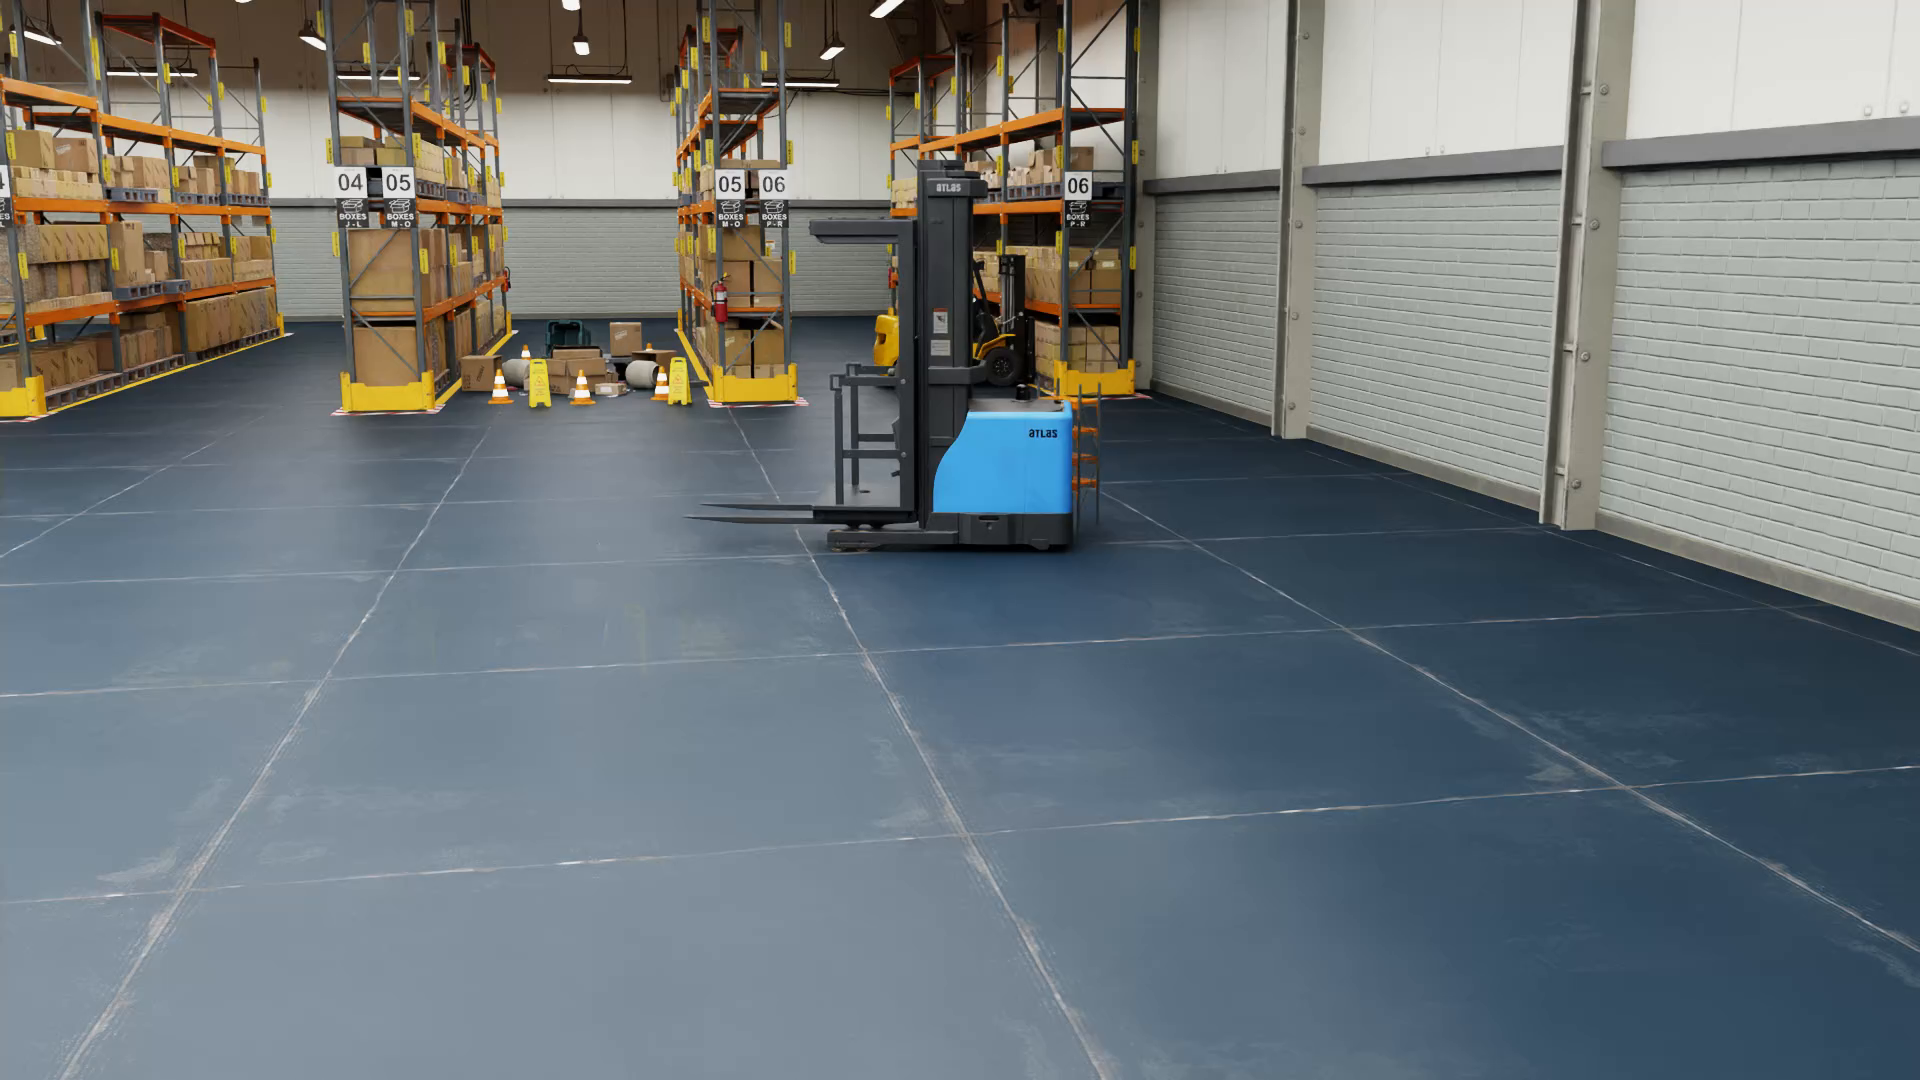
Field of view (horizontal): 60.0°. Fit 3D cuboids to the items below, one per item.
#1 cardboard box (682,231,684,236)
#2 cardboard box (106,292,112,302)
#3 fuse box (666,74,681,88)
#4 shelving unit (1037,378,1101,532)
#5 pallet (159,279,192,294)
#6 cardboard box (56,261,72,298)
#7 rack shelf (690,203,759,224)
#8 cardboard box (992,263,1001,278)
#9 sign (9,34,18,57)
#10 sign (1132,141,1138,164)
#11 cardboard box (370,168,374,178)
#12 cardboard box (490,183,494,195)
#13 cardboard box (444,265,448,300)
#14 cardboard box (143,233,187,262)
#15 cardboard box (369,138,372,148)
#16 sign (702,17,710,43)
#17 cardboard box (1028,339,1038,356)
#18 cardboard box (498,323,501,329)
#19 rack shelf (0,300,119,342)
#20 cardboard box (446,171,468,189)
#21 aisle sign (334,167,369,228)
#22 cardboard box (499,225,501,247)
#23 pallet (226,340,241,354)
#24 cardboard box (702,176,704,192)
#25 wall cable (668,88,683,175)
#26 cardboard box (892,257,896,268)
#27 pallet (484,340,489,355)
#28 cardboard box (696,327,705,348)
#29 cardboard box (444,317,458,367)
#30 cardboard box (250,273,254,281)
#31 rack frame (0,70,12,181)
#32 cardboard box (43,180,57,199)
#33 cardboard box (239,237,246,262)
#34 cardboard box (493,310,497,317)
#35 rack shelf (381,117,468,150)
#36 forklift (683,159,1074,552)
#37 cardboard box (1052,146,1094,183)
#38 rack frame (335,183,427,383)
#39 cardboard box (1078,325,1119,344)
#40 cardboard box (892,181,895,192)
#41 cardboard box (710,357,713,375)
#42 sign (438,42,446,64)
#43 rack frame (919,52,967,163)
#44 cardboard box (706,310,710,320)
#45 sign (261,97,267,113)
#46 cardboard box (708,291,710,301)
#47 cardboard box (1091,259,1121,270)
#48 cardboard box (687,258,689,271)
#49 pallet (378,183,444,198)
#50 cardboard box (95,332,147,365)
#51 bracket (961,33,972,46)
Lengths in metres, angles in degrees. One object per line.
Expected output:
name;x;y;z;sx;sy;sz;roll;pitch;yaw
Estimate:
cardboard box;-5.683;-6.363;35.666;0.500;0.500;0.500;-2;11;-12
cardboard box;-13.064;-3.673;25.146;0.380;0.149;0.250;-2;11;-11
fuse box;-7.370;-11.925;43.225;0.513;0.334;0.176;-2;11;-11
shelving unit;0.892;-0.708;13.706;0.258;1.200;0.503;-9;14;-39
pallet;-13.929;-4.338;28.480;1.213;0.211;1.003;-2;11;-11
cardboard box;-13.052;-3.662;23.350;0.875;0.500;0.500;-2;11;-11
rack shelf;-4.063;-5.673;28.881;1.077;0.370;4.000;-2;11;-11
cardboard box;0.848;-4.620;28.511;0.500;0.250;0.500;-2;11;-12
sign;-13.938;-7.288;24.499;0.100;0.325;0.005;-2;11;-11
sign;2.518;-5.594;23.995;0.100;0.325;0.005;-2;11;-11
cardboard box;-8.227;-5.001;22.710;0.380;0.149;0.250;-2;11;-10
cardboard box;-10.100;-7.382;34.998;0.500;0.250;0.500;-2;11;-10
cardboard box;-8.426;-3.994;25.757;0.875;0.550;0.550;-2;11;-11
cardboard box;-14.299;-5.236;29.733;0.797;0.503;0.637;-2;11;-9
cardboard box;-8.227;-5.393;22.637;0.380;0.149;0.250;-2;11;-10
sign;-3.444;-6.920;22.563;0.100;0.325;0.005;-2;11;-11
cardboard box;1.363;-2.999;25.824;0.500;0.250;0.500;-2;11;-12
cardboard box;-10.215;-4.670;36.211;0.380;0.149;0.250;-2;11;-10
rack shelf;-13.005;-3.105;23.414;1.077;0.370;4.000;-2;11;-11
cardboard box;-8.790;-6.225;28.708;0.500;0.311;0.500;-2;11;-11
aisle sign;-8.012;-4.507;21.901;0.394;0.787;0.004;-2;11;-11
cardboard box;-10.412;-6.707;36.675;0.500;0.500;0.500;-3;11;-13
pallet;-14.726;-3.784;32.514;1.003;0.211;1.213;-2;11;-11
cardboard box;-3.747;-5.547;25.901;0.500;0.250;0.500;-2;11;-11
wall cable;-7.390;-10.367;43.597;0.463;3.000;0.029;-2;11;-11
cardboard box;-1.315;-6.548;39.180;0.500;0.250;0.500;-2;11;-11
pallet;-9.672;-3.718;32.166;1.003;0.211;1.213;-2;11;-11
cardboard box;-4.351;-3.731;30.682;0.950;0.372;0.625;-3;11;-15
cardboard box;-8.718;-3.199;26.876;1.050;0.750;0.750;-2;11;-11
cardboard box;-14.934;-5.474;34.604;0.380;0.149;0.250;-2;11;-10
rack frame;-12.616;-6.039;20.858;1.000;3.000;0.127;-2;11;-11
cardboard box;-12.655;-4.775;22.640;0.500;0.250;0.500;-2;11;-11
cardboard box;-14.881;-5.921;33.885;0.500;0.500;0.500;-2;11;-11
cardboard box;-10.065;-4.817;35.395;0.380;0.149;0.250;-2;11;-10
rack shelf;-8.898;-6.752;27.595;1.077;0.370;4.000;-2;11;-11
forklift;-0.625;-1.447;12.959;3.031;2.935;1.130;1;11;3
cardboard box;1.647;-5.484;24.306;0.500;0.500;0.500;-2;11;-9
rack frame;-7.731;-3.254;22.270;1.000;3.000;0.127;-2;11;-11
cardboard box;2.065;-3.075;24.888;0.500;0.250;0.500;-2;11;-12
cardboard box;-1.299;-8.269;38.866;0.500;0.250;0.500;-2;11;-12
cardboard box;-3.517;-2.637;25.262;0.500;0.250;0.500;-3;11;-13
sign;-7.960;-7.487;25.543;0.100;0.325;0.005;-2;11;-11
rack frame;-0.361;-8.782;35.267;1.000;3.000;0.127;-2;11;-11
cardboard box;-3.858;-3.585;26.502;0.380;0.149;0.250;-2;11;-10
sign;-15.193;-9.488;36.271;0.100;0.325;0.005;-2;11;-11
cardboard box;-3.687;-3.758;25.591;0.380;0.149;0.250;-2;11;-11
cardboard box;2.161;-4.073;24.571;0.380;0.149;0.250;-2;11;-12
cardboard box;-5.119;-5.453;32.890;0.500;0.250;0.500;-2;11;-13
pallet;-8.361;-5.267;25.061;1.003;0.211;1.213;-2;11;-11
cardboard box;-13.676;-3.118;27.064;0.700;0.500;0.500;-3;11;-16
bracket;0.120;-10.621;35.306;0.235;0.232;0.430;-2;11;-11
